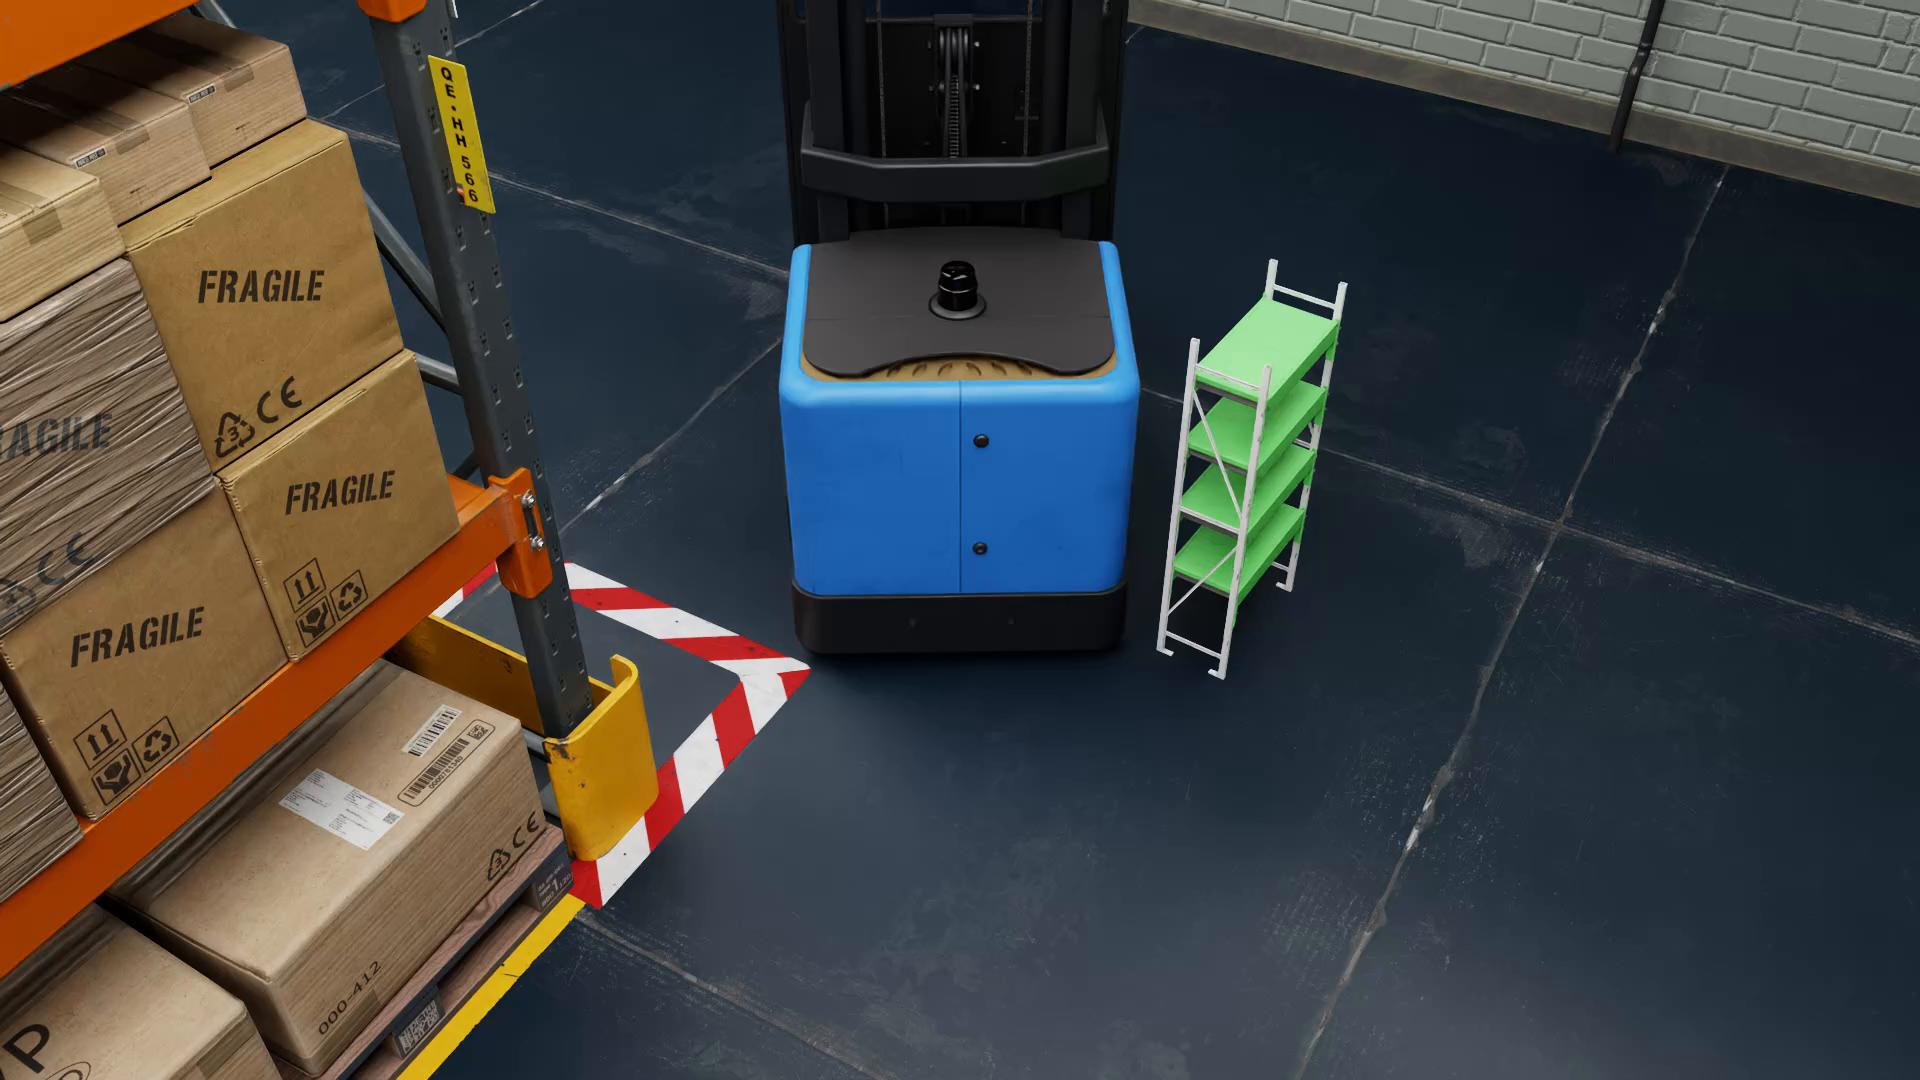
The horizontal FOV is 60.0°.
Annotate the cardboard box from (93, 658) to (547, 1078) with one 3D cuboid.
[{"bbox_3d":[-1.710,0.739,4.263,0.875,0.438,0.875,19,45,21],"label":"cardboard box"}]

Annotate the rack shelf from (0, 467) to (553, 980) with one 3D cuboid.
[{"bbox_3d":[-2.468,0.938,2.959,1.077,0.370,4.000,21,45,22],"label":"rack shelf"}]

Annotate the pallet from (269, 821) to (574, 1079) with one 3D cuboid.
[{"bbox_3d":[-1.799,1.054,4.394,1.003,0.211,1.213,21,45,22],"label":"pallet"}]

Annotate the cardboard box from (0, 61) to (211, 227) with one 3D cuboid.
[{"bbox_3d":[-1.579,-0.708,2.961,0.380,0.149,0.250,22,46,23],"label":"cardboard box"}]

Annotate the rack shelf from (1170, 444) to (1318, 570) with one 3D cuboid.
[{"bbox_3d":[0.872,-0.143,5.101,0.258,0.148,0.480,24,47,25],"label":"rack shelf"}]

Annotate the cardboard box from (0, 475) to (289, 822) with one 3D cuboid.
[{"bbox_3d":[-1.743,0.132,3.255,0.500,0.500,0.500,20,45,21],"label":"cardboard box"}]

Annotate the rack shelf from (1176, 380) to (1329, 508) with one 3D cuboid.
[{"bbox_3d":[0.872,-0.323,4.943,0.258,0.148,0.480,24,47,25],"label":"rack shelf"}]

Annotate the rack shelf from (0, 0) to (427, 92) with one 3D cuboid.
[{"bbox_3d":[-2.468,-0.187,1.968,1.077,0.370,4.000,21,45,22],"label":"rack shelf"}]

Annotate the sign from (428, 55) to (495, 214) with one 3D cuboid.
[{"bbox_3d":[-1.004,-0.812,3.347,0.100,0.325,0.005,21,45,22],"label":"sign"}]

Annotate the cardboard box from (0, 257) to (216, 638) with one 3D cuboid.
[{"bbox_3d":[-1.738,-0.226,2.904,0.500,0.500,0.500,21,46,22],"label":"cardboard box"}]

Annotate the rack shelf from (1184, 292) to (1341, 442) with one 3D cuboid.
[{"bbox_3d":[0.872,-0.503,4.784,0.258,0.148,0.480,24,47,25],"label":"rack shelf"}]

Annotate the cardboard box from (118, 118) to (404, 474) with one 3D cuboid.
[{"bbox_3d":[-1.502,-0.534,3.255,0.500,0.500,0.500,22,46,23],"label":"cardboard box"}]

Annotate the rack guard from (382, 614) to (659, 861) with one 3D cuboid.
[{"bbox_3d":[-1.455,0.448,4.863,1.175,0.500,0.348,21,45,22],"label":"rack guard"}]

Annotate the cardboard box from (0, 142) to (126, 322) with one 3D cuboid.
[{"bbox_3d":[-1.635,-0.532,2.761,0.380,0.149,0.250,20,45,22],"label":"cardboard box"}]

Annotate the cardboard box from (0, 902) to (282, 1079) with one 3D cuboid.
[{"bbox_3d":[-2.161,1.265,3.665,0.875,0.438,0.875,22,46,23],"label":"cardboard box"}]

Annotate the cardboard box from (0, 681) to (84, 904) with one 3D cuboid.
[{"bbox_3d":[-1.992,0.430,2.917,0.500,0.500,0.500,22,46,23],"label":"cardboard box"}]

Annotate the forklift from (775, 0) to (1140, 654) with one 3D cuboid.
[{"bbox_3d":[-0.029,-1.694,5.456,1.130,2.935,3.031,-1,41,-1],"label":"forklift"}]

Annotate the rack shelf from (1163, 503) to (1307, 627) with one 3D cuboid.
[{"bbox_3d":[0.872,0.037,5.260,0.258,0.148,0.480,24,47,25],"label":"rack shelf"}]

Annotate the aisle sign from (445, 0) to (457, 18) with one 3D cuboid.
[{"bbox_3d":[-1.162,-1.390,3.092,0.394,0.787,0.004,21,45,22],"label":"aisle sign"}]

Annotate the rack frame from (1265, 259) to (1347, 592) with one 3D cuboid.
[{"bbox_3d":[1.008,-0.325,5.211,0.240,1.200,0.015,24,47,25],"label":"rack frame"}]

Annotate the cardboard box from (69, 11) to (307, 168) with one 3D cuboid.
[{"bbox_3d":[-1.473,-0.861,3.135,0.380,0.149,0.250,22,46,23],"label":"cardboard box"}]

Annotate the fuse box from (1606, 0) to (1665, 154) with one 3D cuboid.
[{"bbox_3d":[3.080,-2.449,7.236,0.539,1.711,0.414,21,45,22],"label":"fuse box"}]

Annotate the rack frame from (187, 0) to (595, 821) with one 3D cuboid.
[{"bbox_3d":[-1.467,-0.476,4.021,1.000,3.000,0.127,21,45,22],"label":"rack frame"}]

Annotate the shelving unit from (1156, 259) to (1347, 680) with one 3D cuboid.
[{"bbox_3d":[0.872,-0.191,5.059,0.258,1.200,0.503,24,47,25],"label":"shelving unit"}]

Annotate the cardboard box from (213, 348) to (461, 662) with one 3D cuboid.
[{"bbox_3d":[-1.479,-0.150,3.575,0.500,0.500,0.500,21,46,22],"label":"cardboard box"}]

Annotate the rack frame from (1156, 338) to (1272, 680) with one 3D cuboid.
[{"bbox_3d":[0.736,-0.057,4.907,0.240,1.200,0.015,24,47,25],"label":"rack frame"}]
